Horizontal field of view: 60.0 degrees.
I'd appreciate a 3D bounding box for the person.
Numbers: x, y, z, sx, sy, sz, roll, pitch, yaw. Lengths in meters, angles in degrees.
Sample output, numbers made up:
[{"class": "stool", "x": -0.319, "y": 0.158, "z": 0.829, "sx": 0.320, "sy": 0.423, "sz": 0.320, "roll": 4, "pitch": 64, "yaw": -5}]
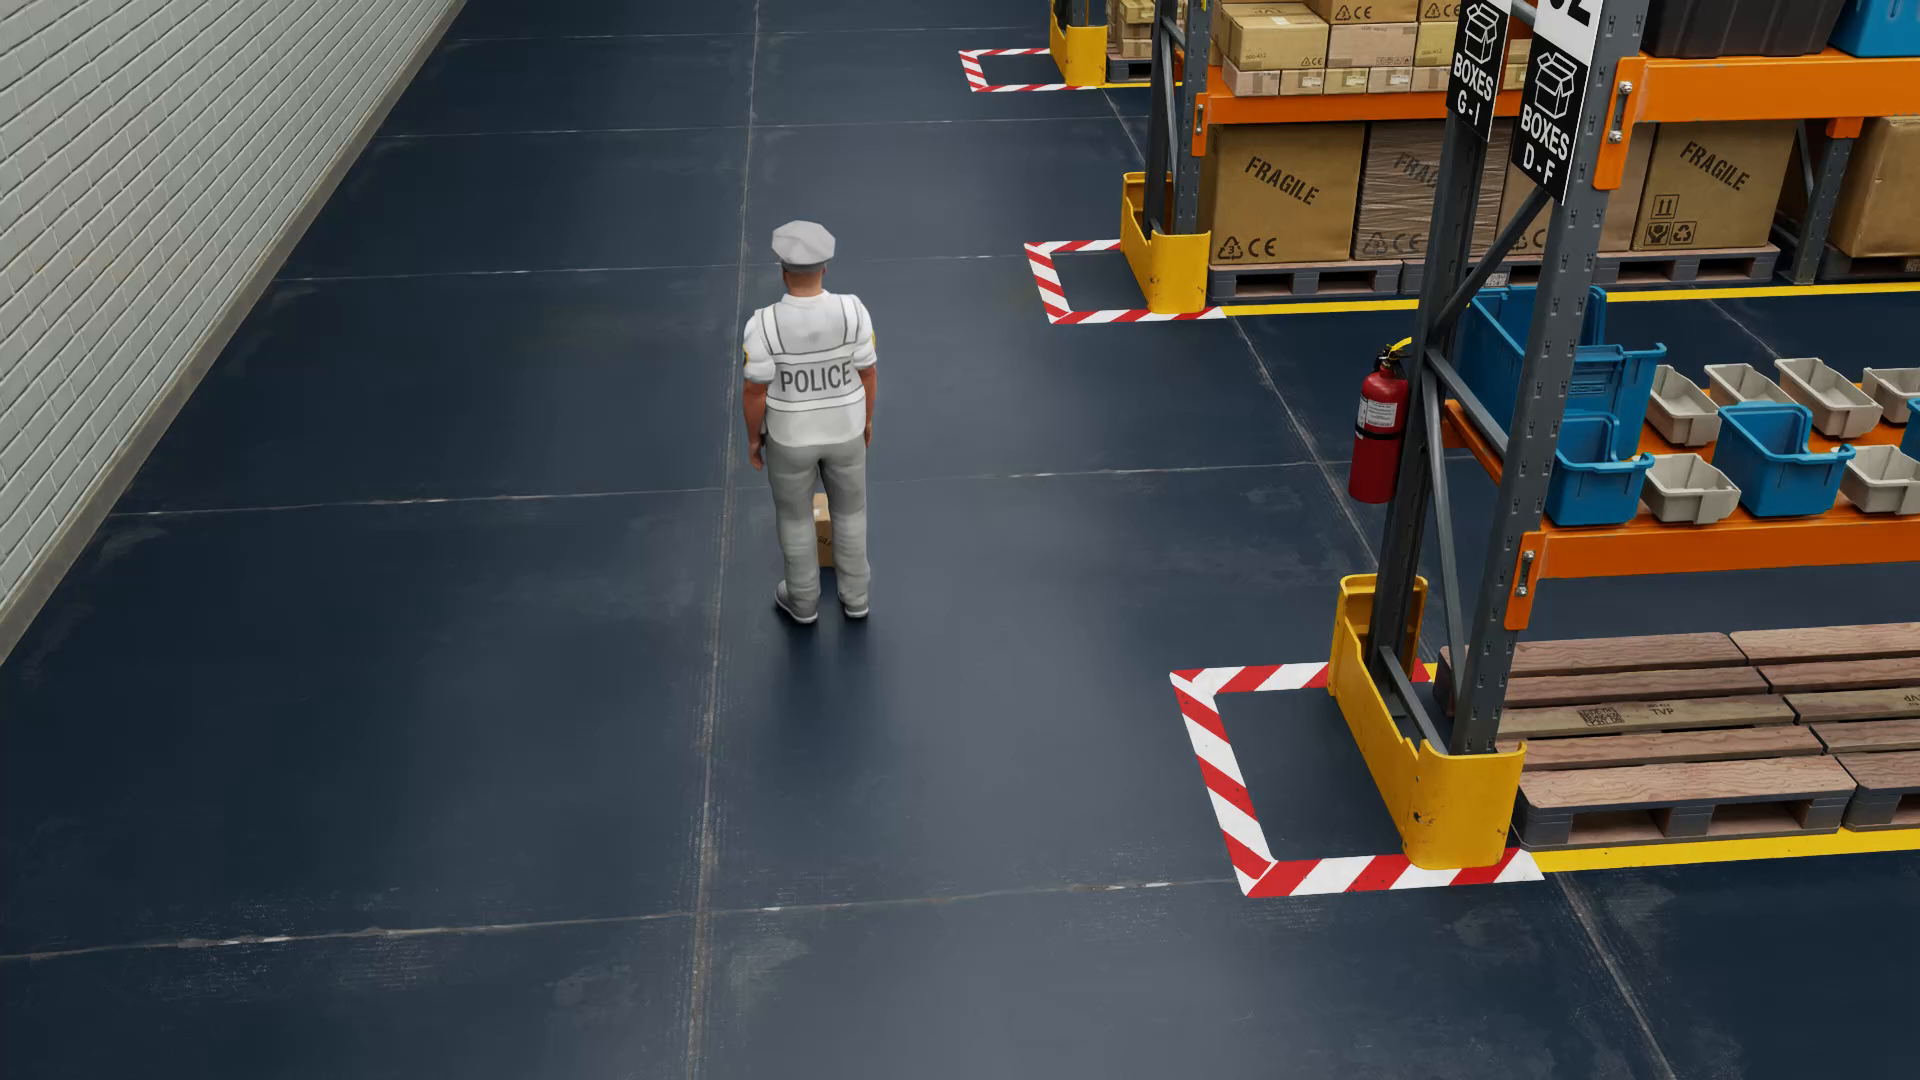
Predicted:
[{"class": "person", "x": -0.614, "y": -0.454, "z": 6.831, "sx": 0.546, "sy": 1.781, "sz": 0.398, "roll": -8, "pitch": 32, "yaw": -13}]
